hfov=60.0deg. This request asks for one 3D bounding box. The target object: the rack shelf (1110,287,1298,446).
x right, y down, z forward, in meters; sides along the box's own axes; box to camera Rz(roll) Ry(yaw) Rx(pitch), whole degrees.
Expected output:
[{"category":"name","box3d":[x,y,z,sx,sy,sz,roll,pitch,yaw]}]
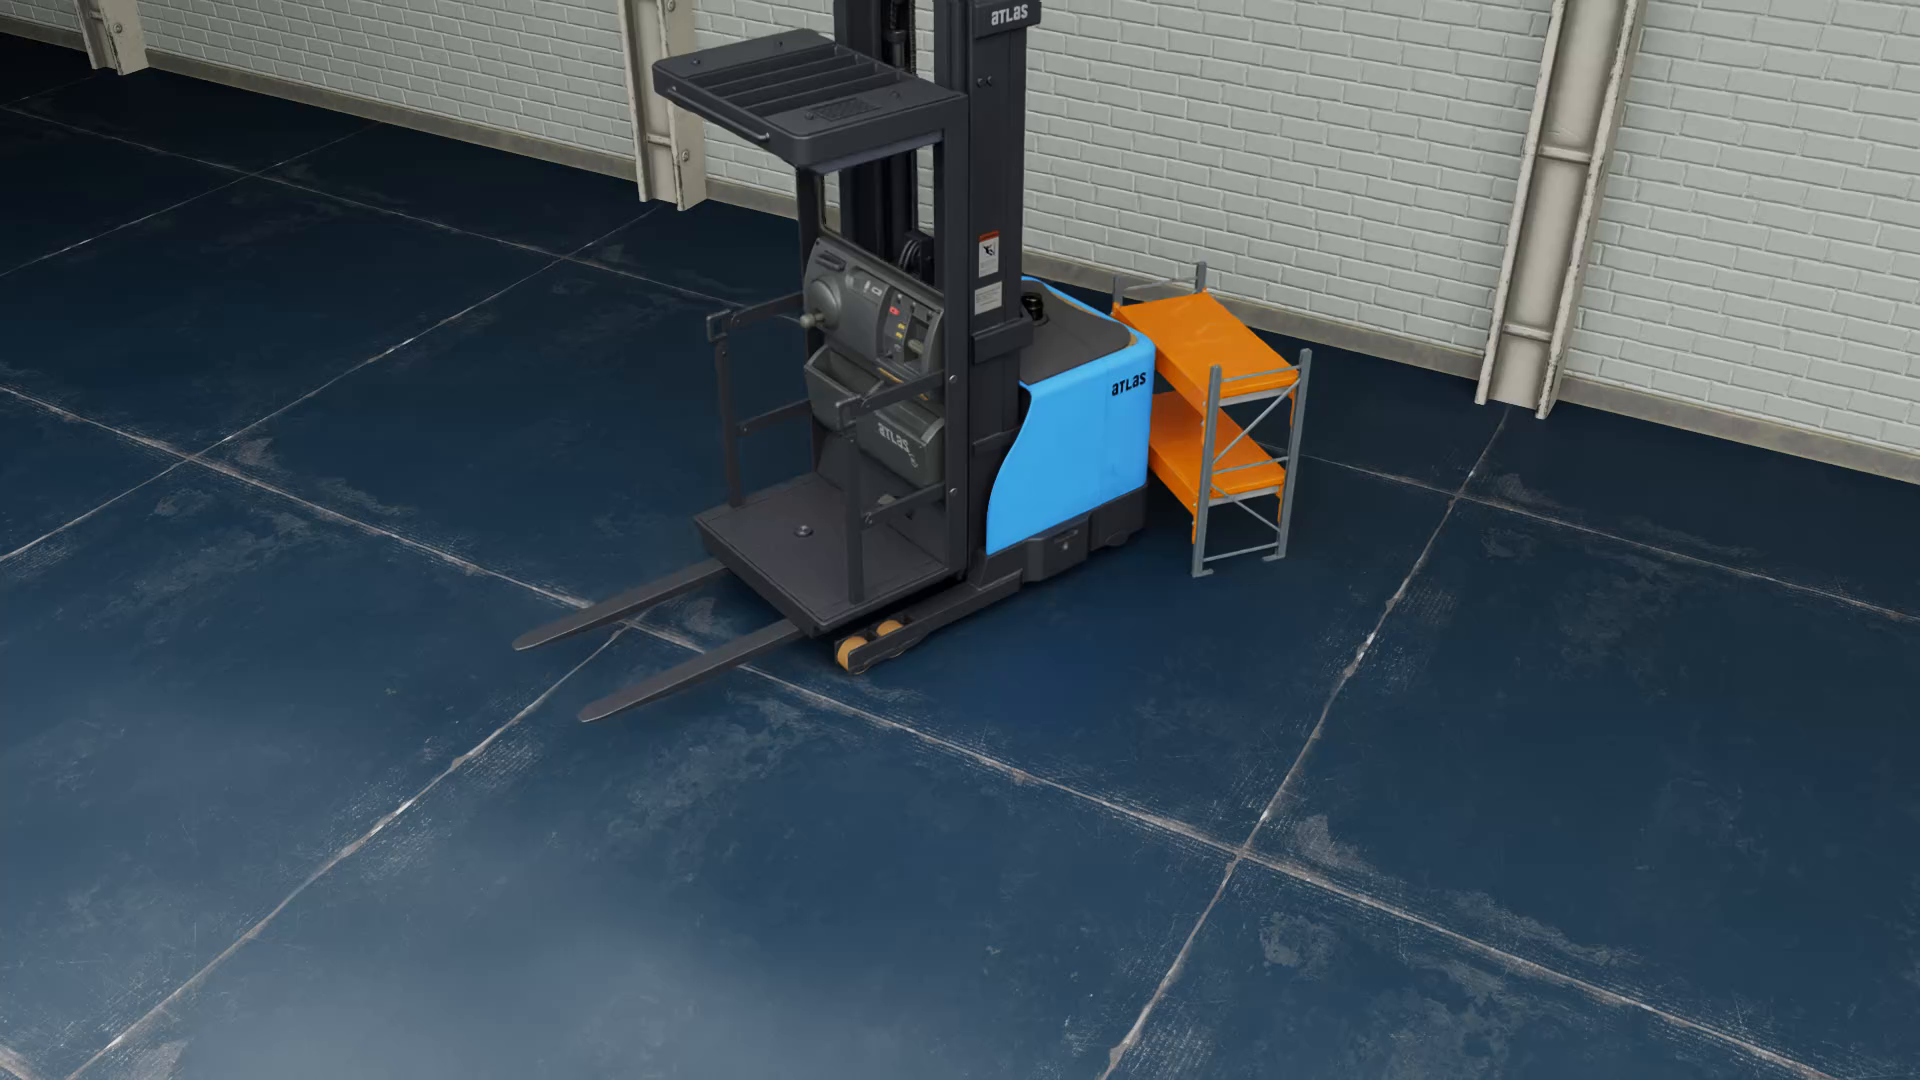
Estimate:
[{"category":"rack shelf","box3d":[1.172,-0.852,7.986,0.538,0.278,1.000,-12,35,-17]}]

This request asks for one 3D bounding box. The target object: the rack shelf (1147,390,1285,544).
[{"category":"rack shelf","box3d":[1.172,-0.405,8.284,0.538,0.278,1.000,-12,35,-17]}]

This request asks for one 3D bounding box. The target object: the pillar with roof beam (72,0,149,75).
[{"category":"pillar with roof beam","box3d":[-9.394,-5.772,8.799,0.400,9.000,9.100,18,37,24]}]

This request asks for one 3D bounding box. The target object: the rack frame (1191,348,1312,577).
[{"category":"rack frame","box3d":[1.351,-0.345,7.752,0.500,1.125,0.032,-12,35,-17]}]

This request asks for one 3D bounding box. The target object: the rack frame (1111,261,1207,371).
[{"category":"rack frame","box3d":[0.993,-0.872,8.545,0.500,1.125,0.032,-12,35,-17]}]

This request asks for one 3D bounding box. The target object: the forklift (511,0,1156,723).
[{"category":"forklift","box3d":[-0.545,-0.958,7.045,3.031,2.935,1.130,-24,40,-31]}]

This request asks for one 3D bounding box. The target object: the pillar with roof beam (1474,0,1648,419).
[{"category":"pillar with roof beam","box3d":[1.025,-2.472,3.843,0.400,9.000,9.100,18,37,24]}]

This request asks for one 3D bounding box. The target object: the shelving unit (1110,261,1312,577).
[{"category":"shelving unit","box3d":[1.172,-0.608,8.148,0.538,1.125,1.048,-12,35,-17]}]

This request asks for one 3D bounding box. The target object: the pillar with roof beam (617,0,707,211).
[{"category":"pillar with roof beam","box3d":[-4.185,-4.122,6.321,0.400,9.000,9.100,18,37,24]}]
